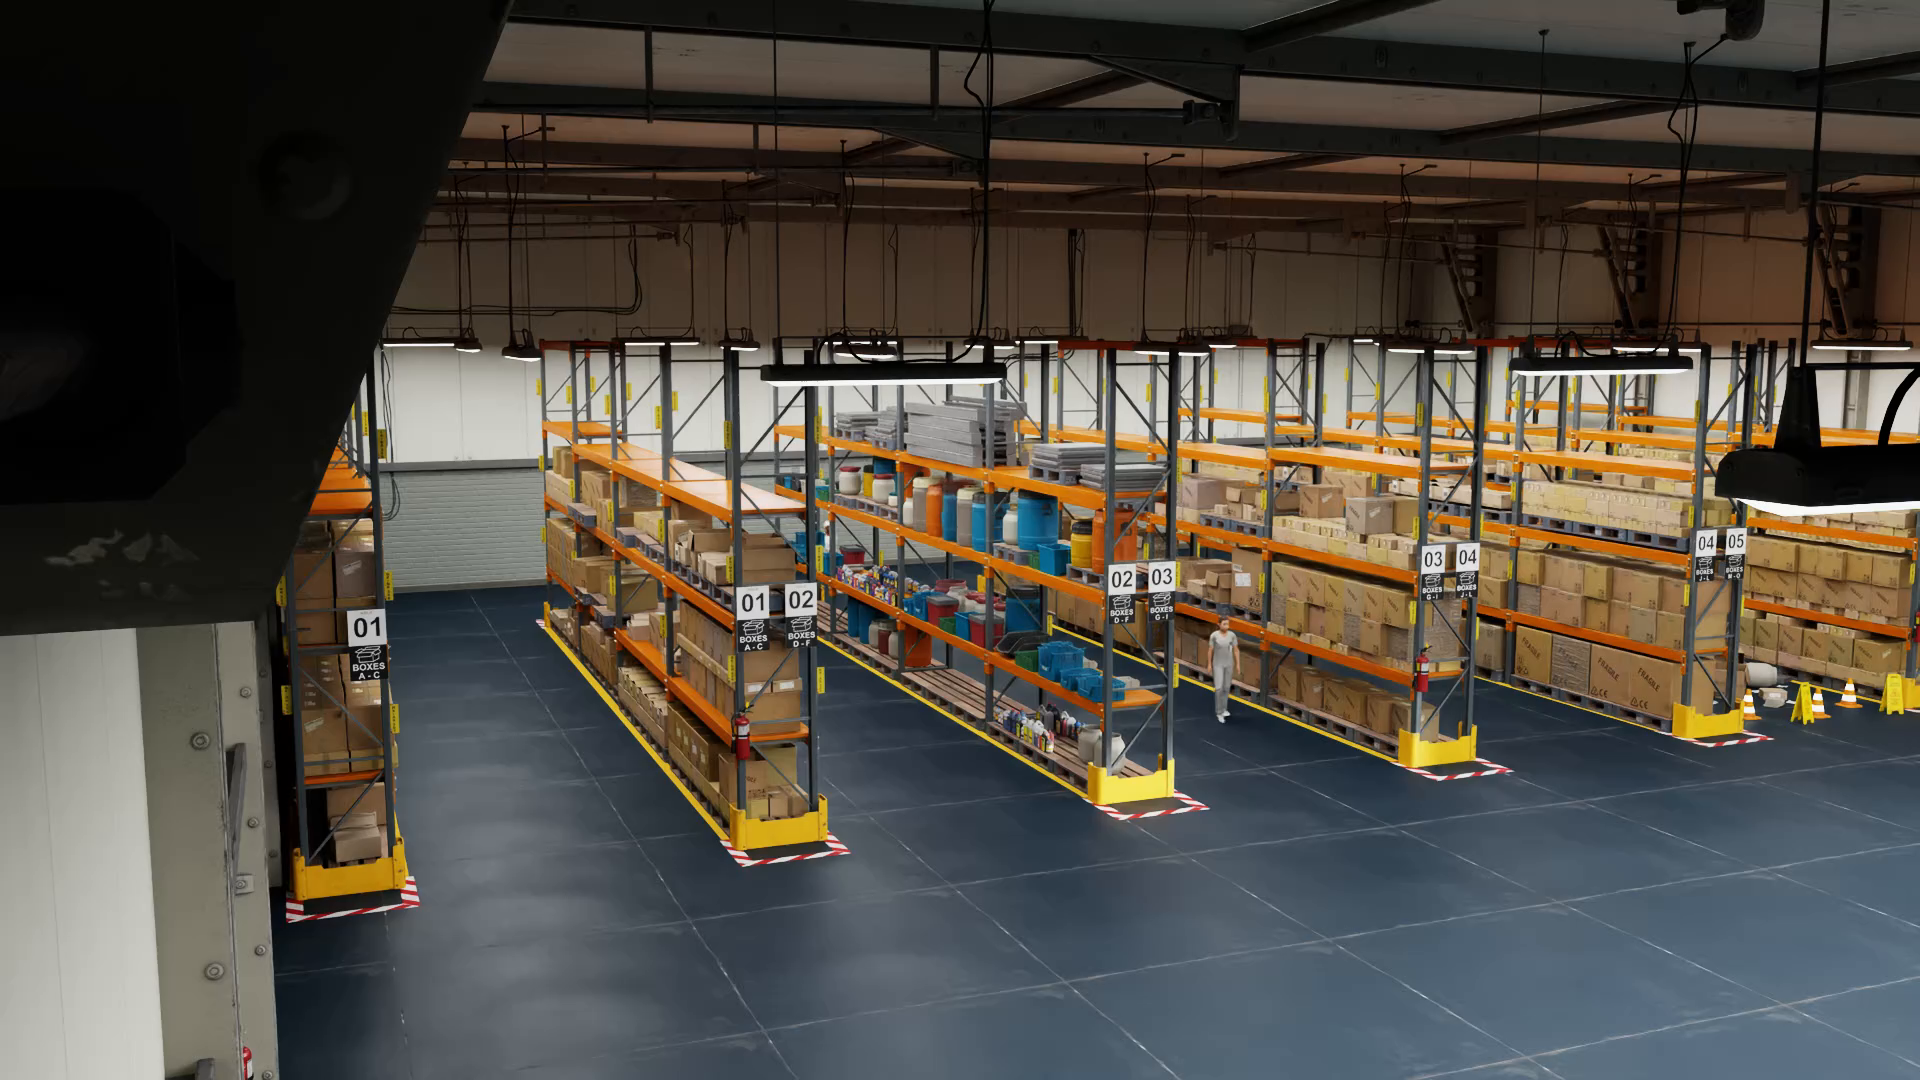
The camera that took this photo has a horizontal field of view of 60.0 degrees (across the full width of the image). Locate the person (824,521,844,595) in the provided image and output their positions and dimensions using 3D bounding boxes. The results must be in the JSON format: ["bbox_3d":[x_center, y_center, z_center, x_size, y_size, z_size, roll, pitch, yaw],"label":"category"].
[{"bbox_3d":[-3.073,0.407,38.912,0.572,1.727,1.036,-5,9,-31],"label":"person"}]

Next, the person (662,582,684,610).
[{"bbox_3d":[-6.023,0.992,34.916,0.519,1.703,0.549,7,10,42],"label":"person"}]

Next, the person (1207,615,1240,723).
[{"bbox_3d":[4.235,2.052,26.691,0.502,1.712,0.581,-1,7,-6],"label":"person"}]
